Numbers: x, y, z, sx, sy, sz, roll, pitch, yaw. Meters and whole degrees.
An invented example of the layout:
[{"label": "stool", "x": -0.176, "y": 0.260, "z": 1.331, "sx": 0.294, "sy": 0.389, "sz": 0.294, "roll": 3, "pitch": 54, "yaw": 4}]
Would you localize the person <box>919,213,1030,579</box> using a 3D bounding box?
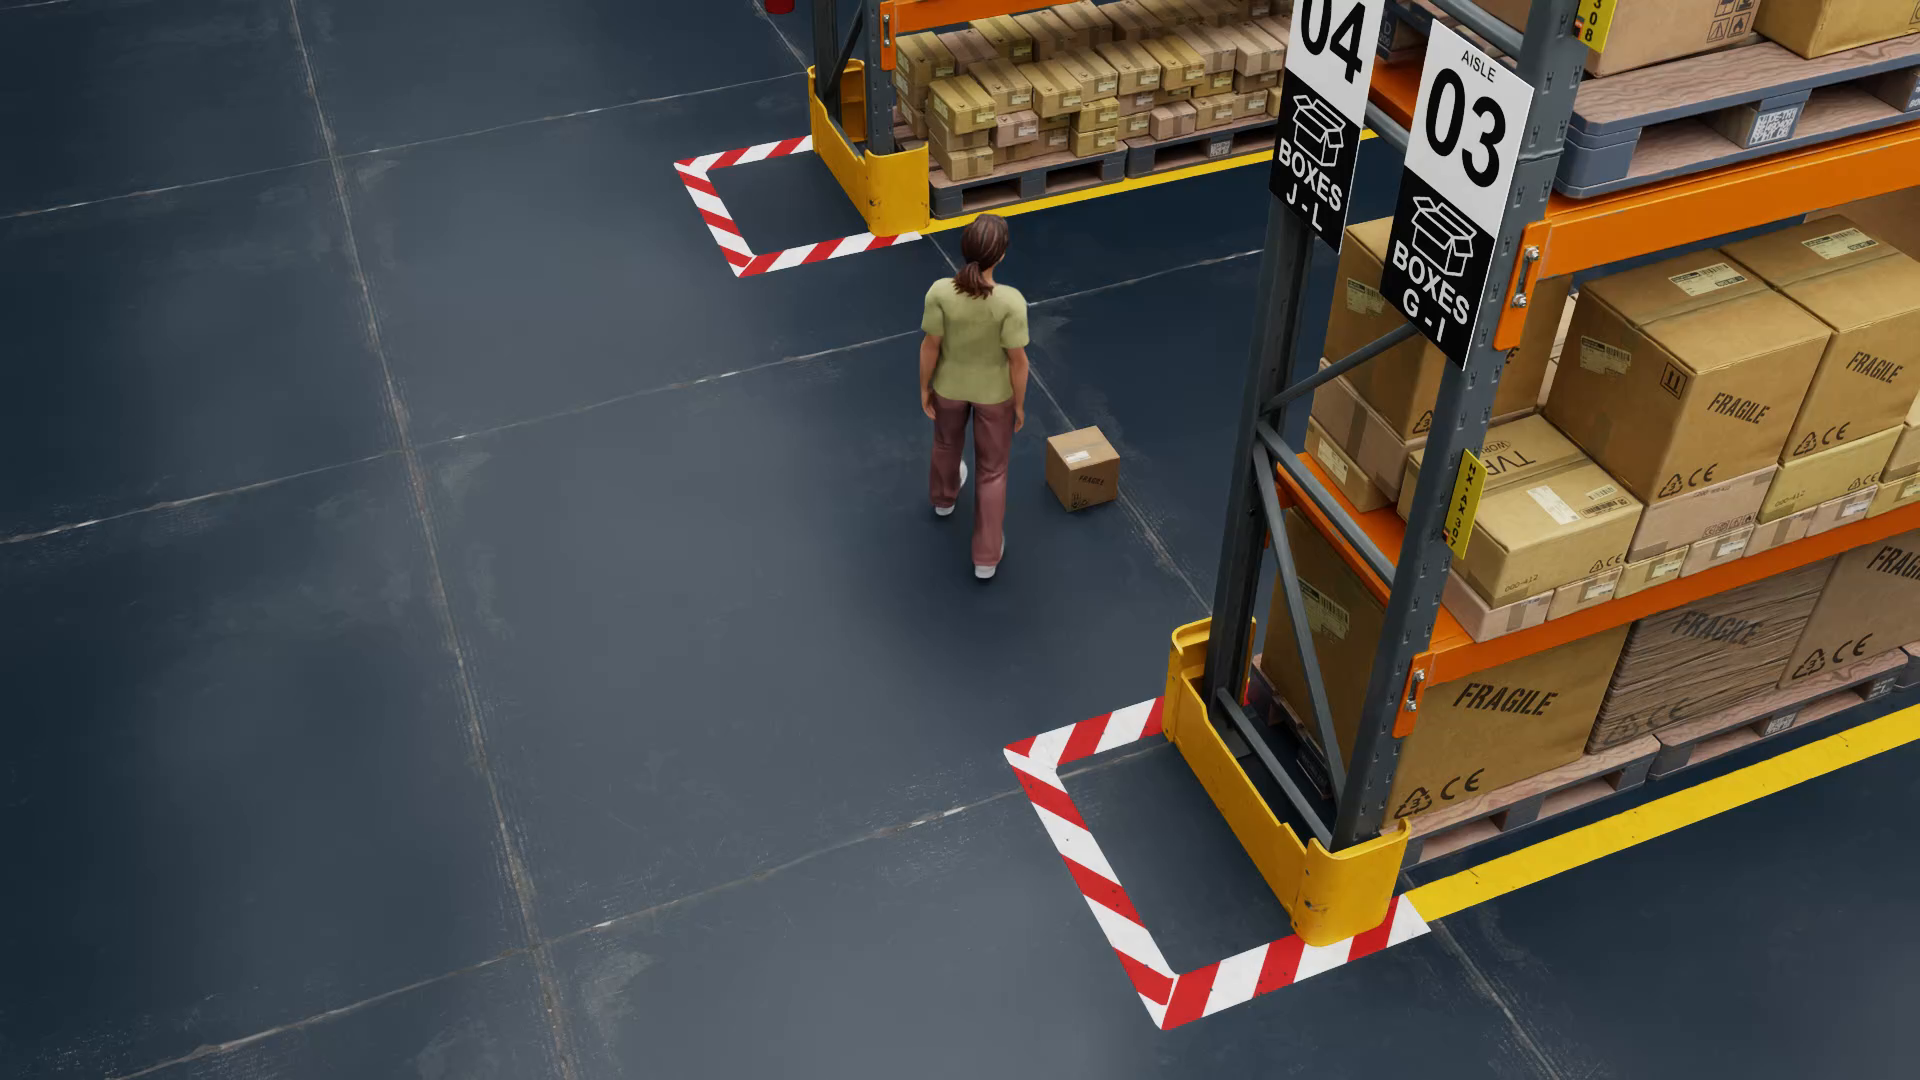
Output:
[{"label": "person", "x": 0.073, "y": -0.667, "z": 6.897, "sx": 0.475, "sy": 1.664, "sz": 0.679, "roll": 8, "pitch": 43, "yaw": 9}]
